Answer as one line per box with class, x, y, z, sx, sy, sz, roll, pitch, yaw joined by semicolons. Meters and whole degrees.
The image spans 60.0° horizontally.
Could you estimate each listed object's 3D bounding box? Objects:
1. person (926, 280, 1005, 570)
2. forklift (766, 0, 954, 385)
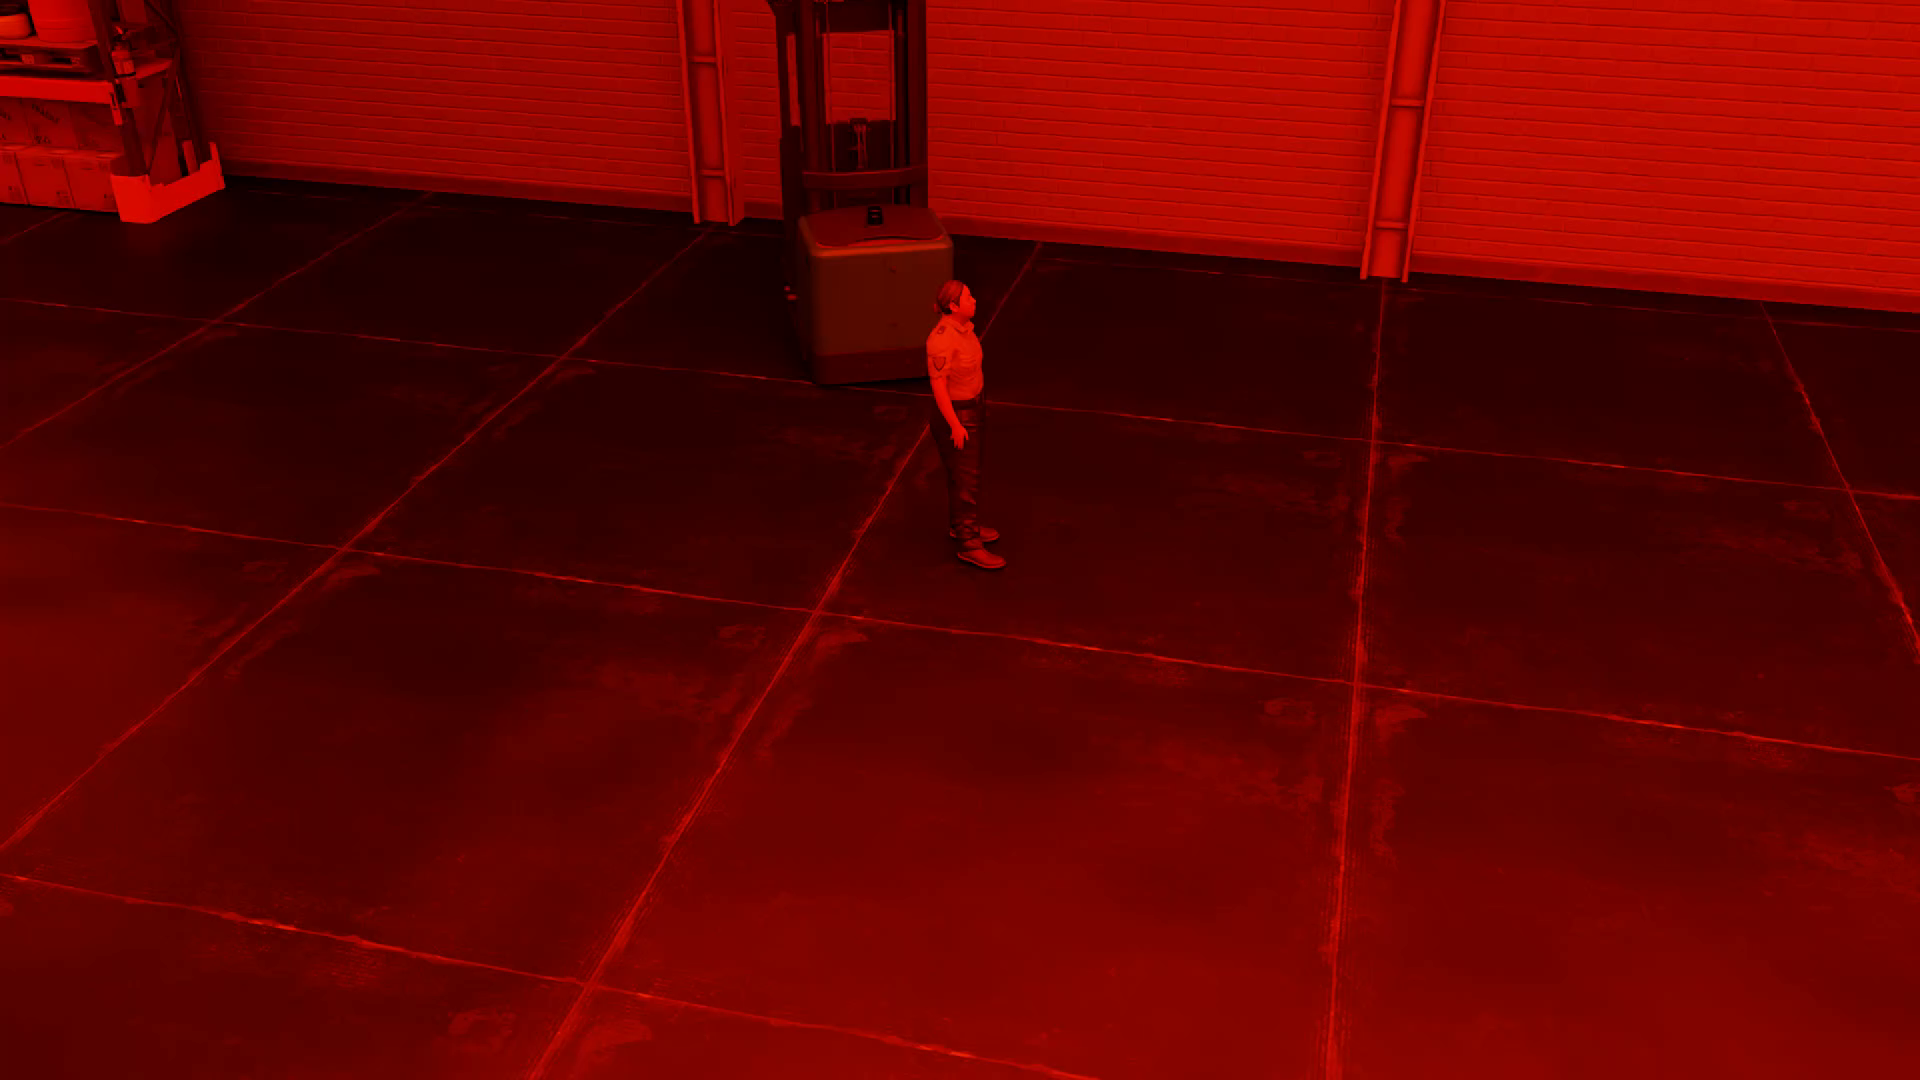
person;0.081;-0.702;9.696;0.503;1.650;0.599;7;30;12
forklift;-0.837;-3.101;12.644;1.130;2.935;3.031;-6;30;-10
